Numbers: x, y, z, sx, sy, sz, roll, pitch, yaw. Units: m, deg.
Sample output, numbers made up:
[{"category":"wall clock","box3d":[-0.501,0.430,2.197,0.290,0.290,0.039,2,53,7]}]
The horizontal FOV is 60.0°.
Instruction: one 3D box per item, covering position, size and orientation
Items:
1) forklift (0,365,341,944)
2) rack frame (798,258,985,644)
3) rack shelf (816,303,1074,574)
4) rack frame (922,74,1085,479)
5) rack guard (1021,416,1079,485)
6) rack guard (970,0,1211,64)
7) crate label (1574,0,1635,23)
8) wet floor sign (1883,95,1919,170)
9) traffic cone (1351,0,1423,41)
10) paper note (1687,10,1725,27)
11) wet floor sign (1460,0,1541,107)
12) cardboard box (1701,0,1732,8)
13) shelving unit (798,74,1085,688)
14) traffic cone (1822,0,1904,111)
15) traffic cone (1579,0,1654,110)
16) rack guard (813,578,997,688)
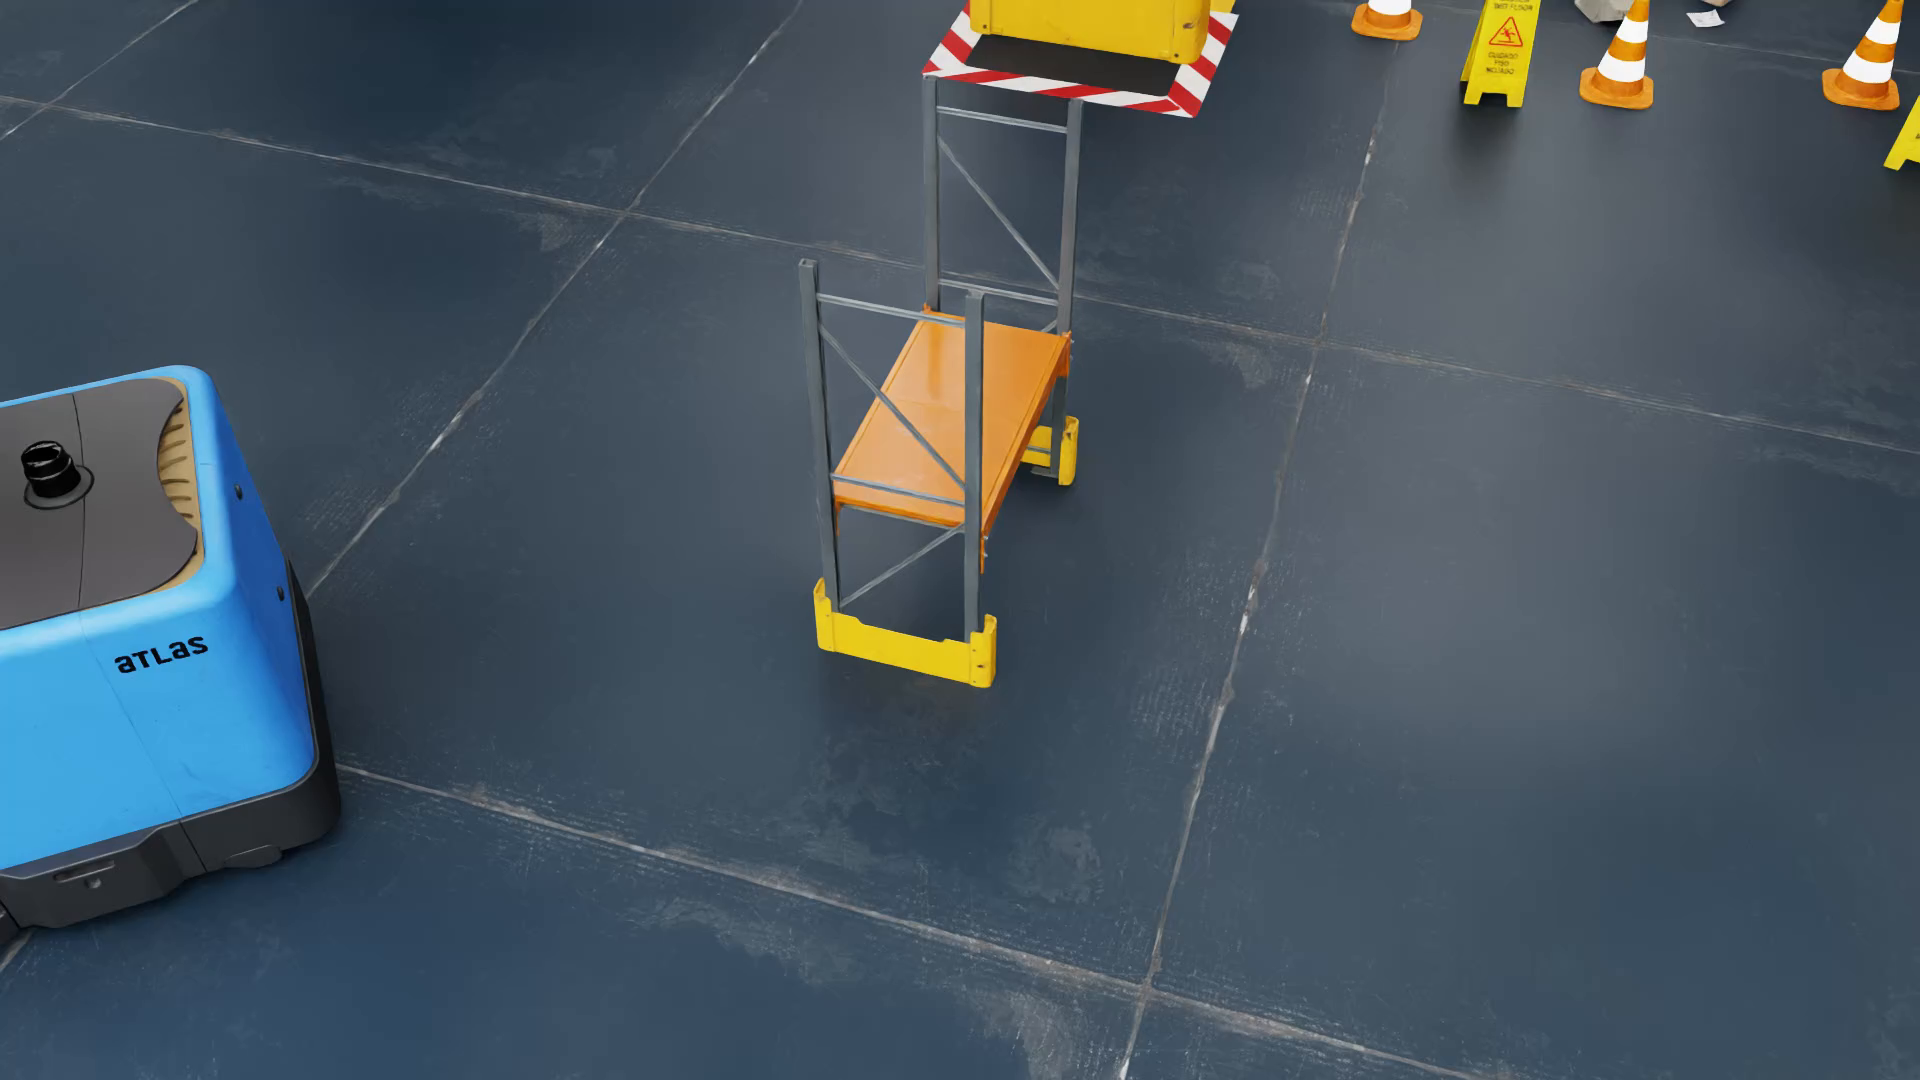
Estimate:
[{"category":"forklift","box3d":[-3.370,-0.103,3.760,3.031,2.935,1.130,-16,47,-15]},{"category":"rack frame","box3d":[-0.180,-0.140,4.821,0.500,1.500,0.032,13,46,13]},{"category":"rack shelf","box3d":[-0.026,-0.351,5.293,0.538,0.185,1.000,13,46,13]},{"category":"rack frame","box3d":[0.128,-0.818,5.514,0.500,1.500,0.032,13,46,13]},{"category":"rack guard","box3d":[0.128,-0.370,5.950,0.587,0.250,0.087,13,46,13]},{"category":"rack guard","box3d":[0.641,-2.730,8.182,1.175,0.500,0.348,13,46,13]},{"category":"crate label","box3d":[3.316,-2.740,8.452,0.250,0.136,0.298,-9,45,-9]},{"category":"wet floor sign","box3d":[4.320,-1.916,7.247,0.267,0.644,0.232,28,51,26]},{"category":"traffic cone","box3d":[2.163,-2.786,8.266,0.336,0.463,0.334,13,46,13]},{"category":"paper note","box3d":[3.786,-2.648,8.435,0.148,0.019,0.142,-2,44,-2]},{"category":"wet floor sign","box3d":[2.527,-2.359,7.699,0.267,0.644,0.232,5,45,5]},{"category":"cardboard box","box3d":[3.868,-2.940,8.648,0.250,0.149,0.380,-33,53,-29]},{"category":"shelving unit","box3d":[-0.023,-0.485,5.174,0.587,1.500,1.083,13,46,13]},{"category":"traffic cone","box3d":[4.298,-2.311,7.781,0.336,0.463,0.334,13,46,13]},{"category":"traffic cone","box3d":[3.137,-2.320,7.790,0.336,0.463,0.334,13,46,13]},{"category":"rack guard","box3d":[-0.174,0.293,5.271,0.587,0.250,0.087,13,46,13]}]
